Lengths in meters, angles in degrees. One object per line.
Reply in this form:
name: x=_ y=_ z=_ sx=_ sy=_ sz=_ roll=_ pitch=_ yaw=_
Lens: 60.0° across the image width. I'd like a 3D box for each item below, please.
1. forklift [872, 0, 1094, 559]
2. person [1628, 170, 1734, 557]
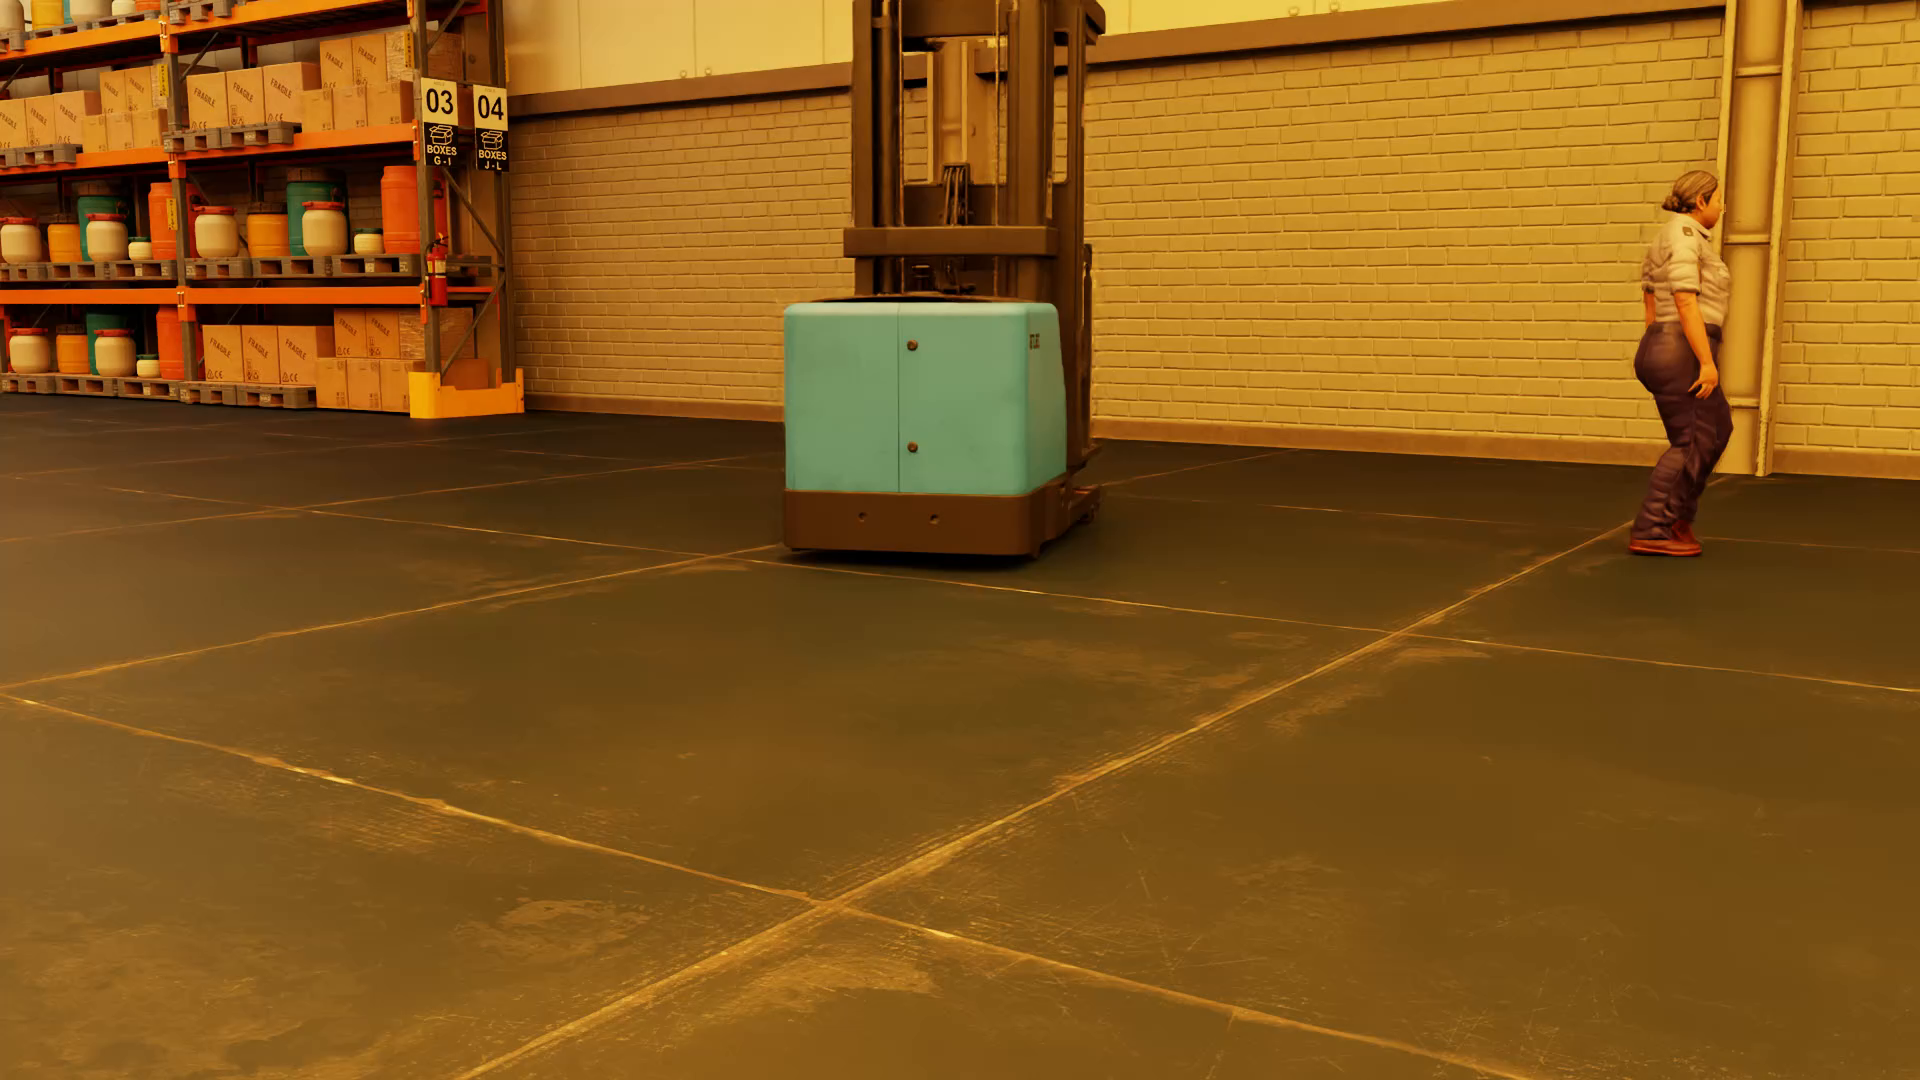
forklift: x=0.093 y=-1.539 z=8.015 sx=1.121 sy=2.935 sz=3.031 roll=2 pitch=8 yaw=13
person: x=3.134 y=-0.721 z=7.127 sx=0.478 sy=1.665 sz=0.578 roll=1 pitch=8 yaw=8
